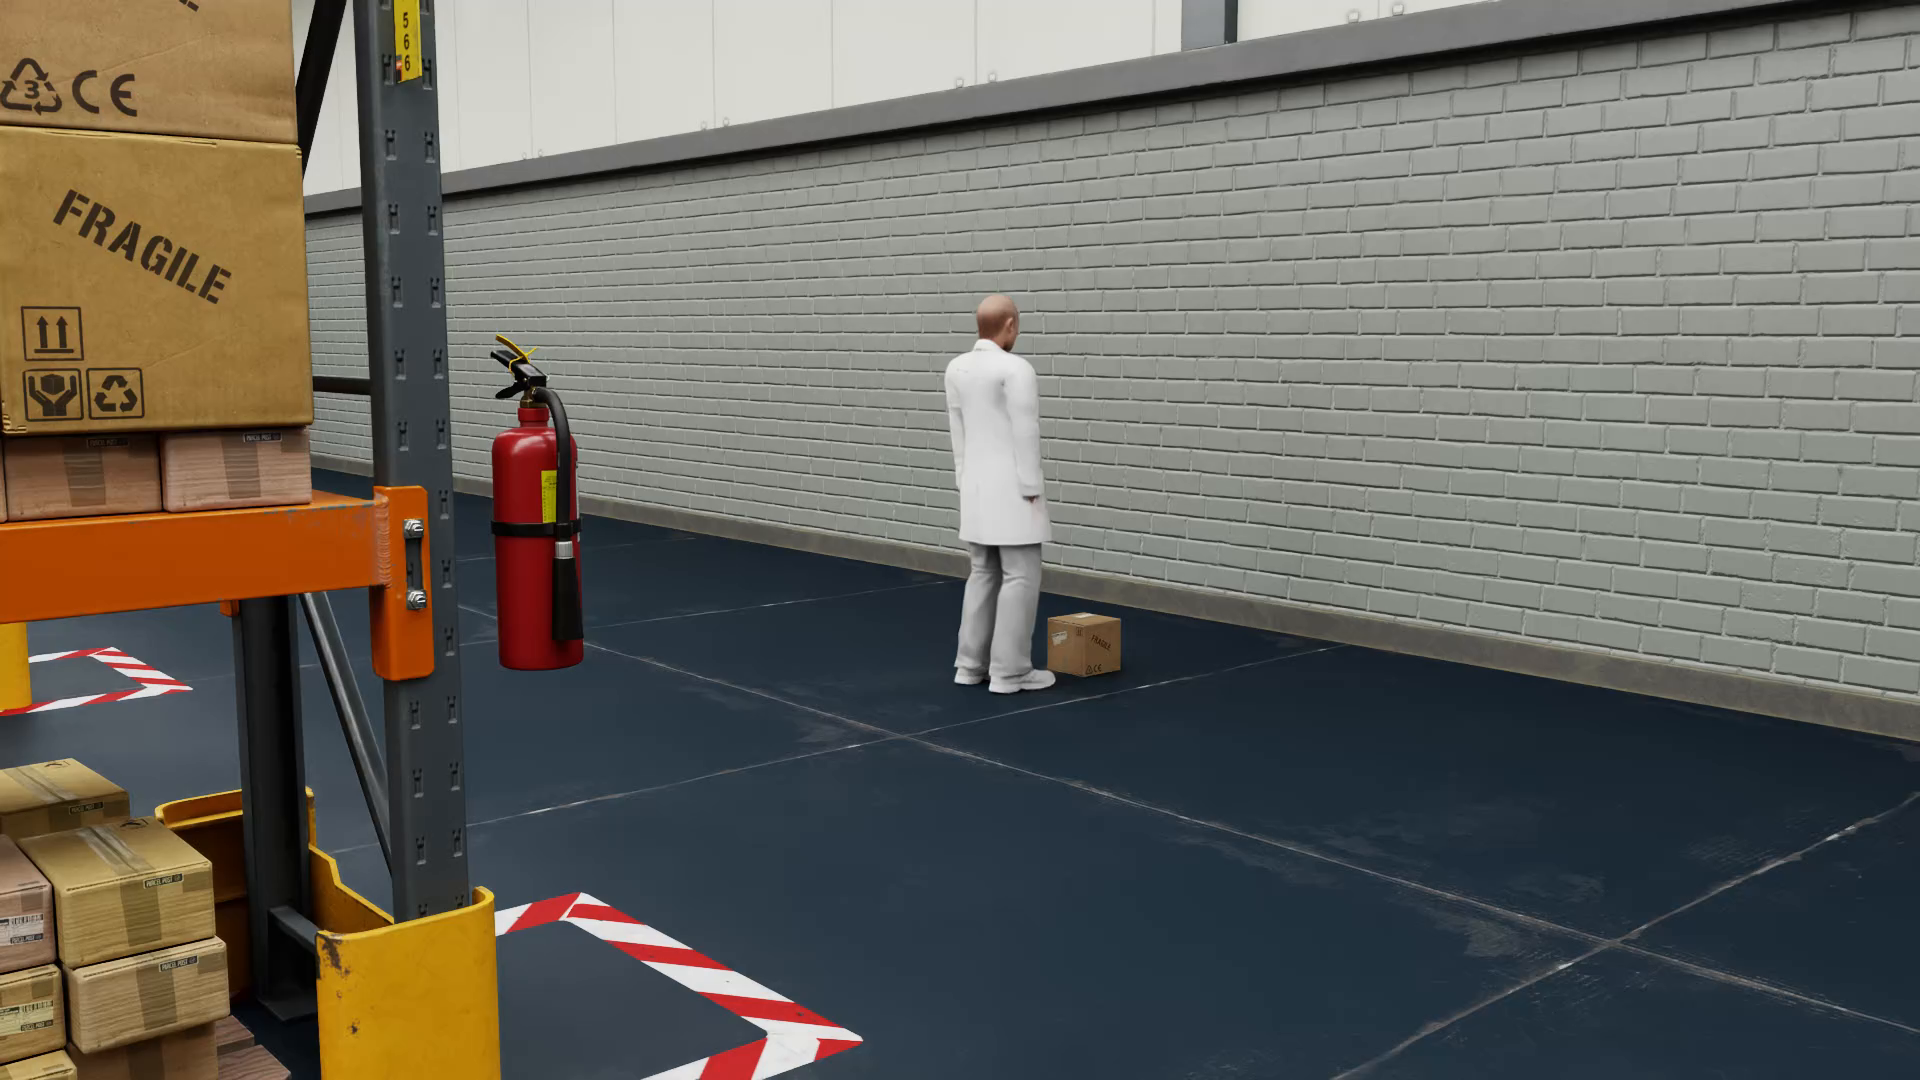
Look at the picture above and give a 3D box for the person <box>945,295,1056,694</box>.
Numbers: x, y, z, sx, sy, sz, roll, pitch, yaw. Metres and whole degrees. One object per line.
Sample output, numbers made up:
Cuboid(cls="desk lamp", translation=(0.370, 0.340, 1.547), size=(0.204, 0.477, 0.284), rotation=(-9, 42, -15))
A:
Cuboid(cls="person", translation=(0.186, -0.214, 7.546), size=(0.378, 1.774, 0.562), rotation=(-6, 9, -40))
